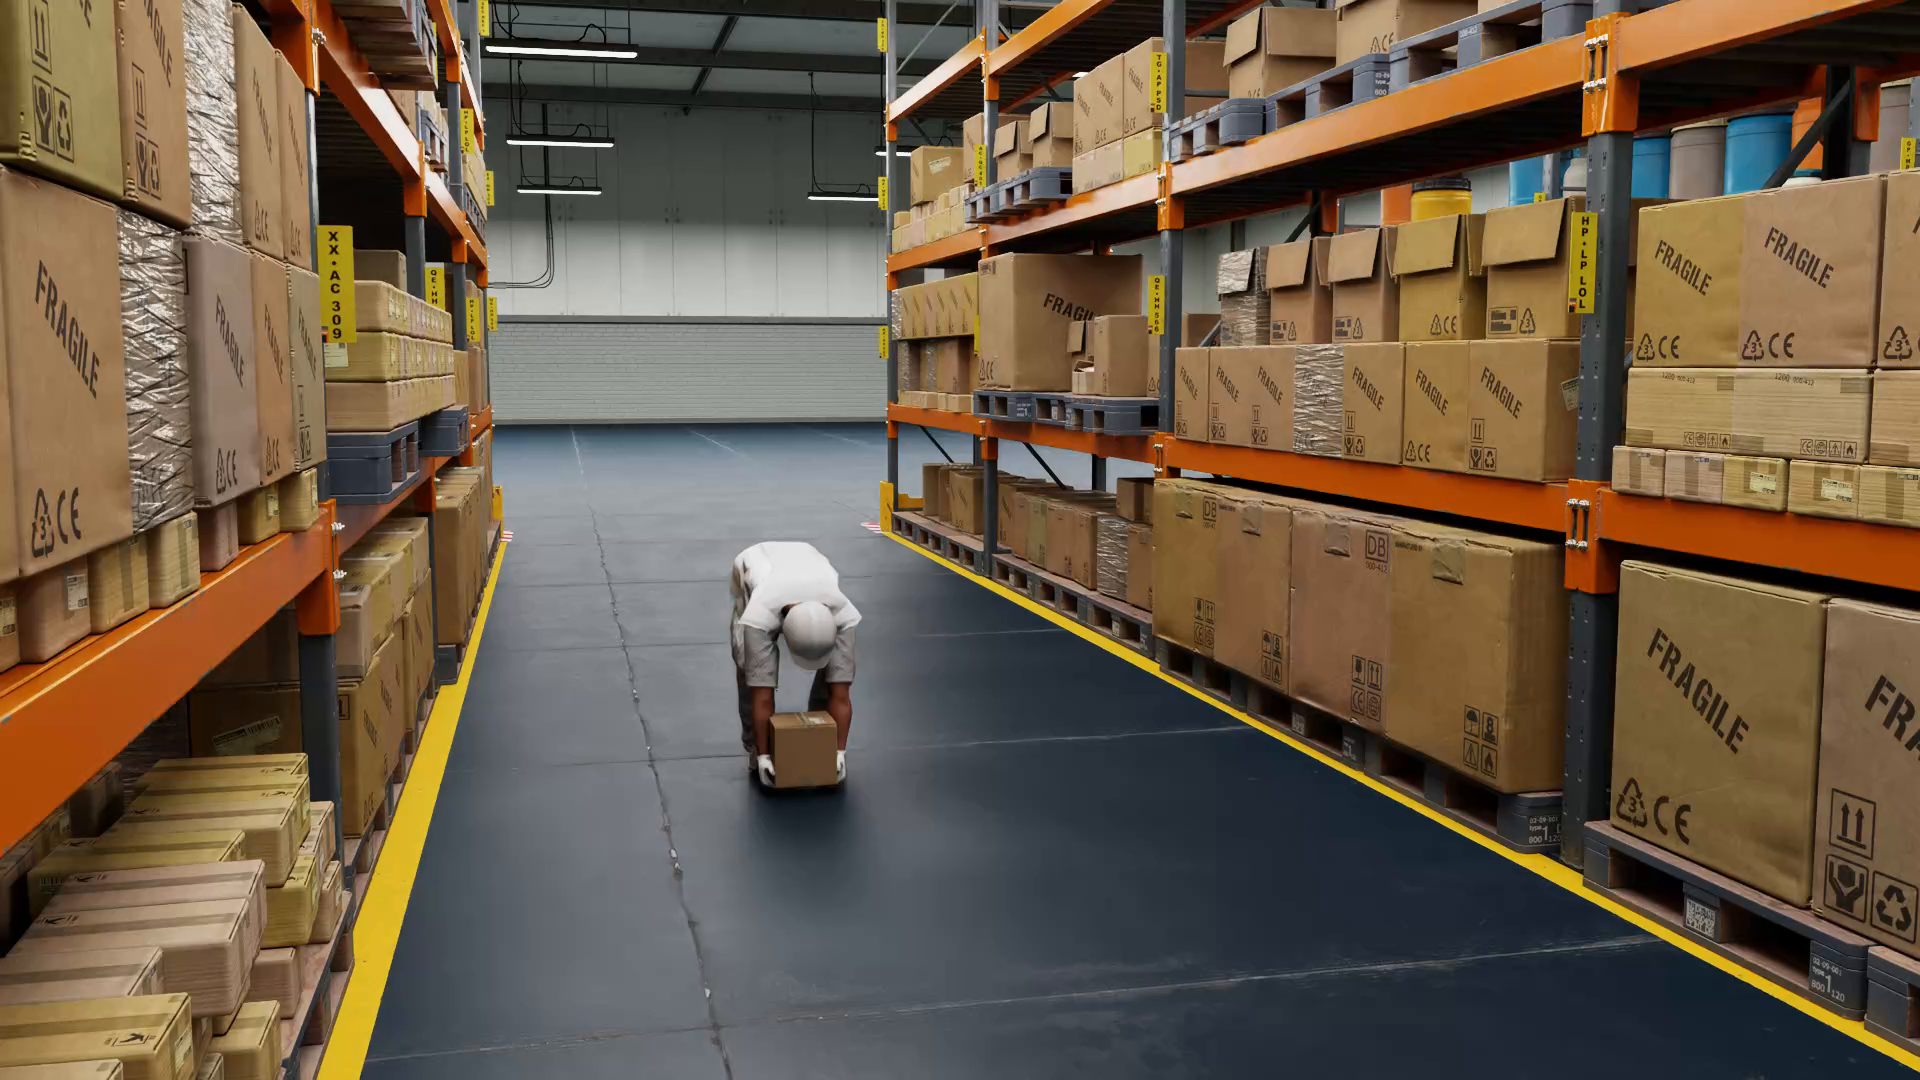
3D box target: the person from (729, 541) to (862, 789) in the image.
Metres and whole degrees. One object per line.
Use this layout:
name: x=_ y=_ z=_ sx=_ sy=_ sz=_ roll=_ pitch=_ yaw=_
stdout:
person: x=-0.683 y=0.503 z=6.945 sx=0.519 sy=0.960 sz=0.982 roll=-2 pitch=6 yaw=-16
